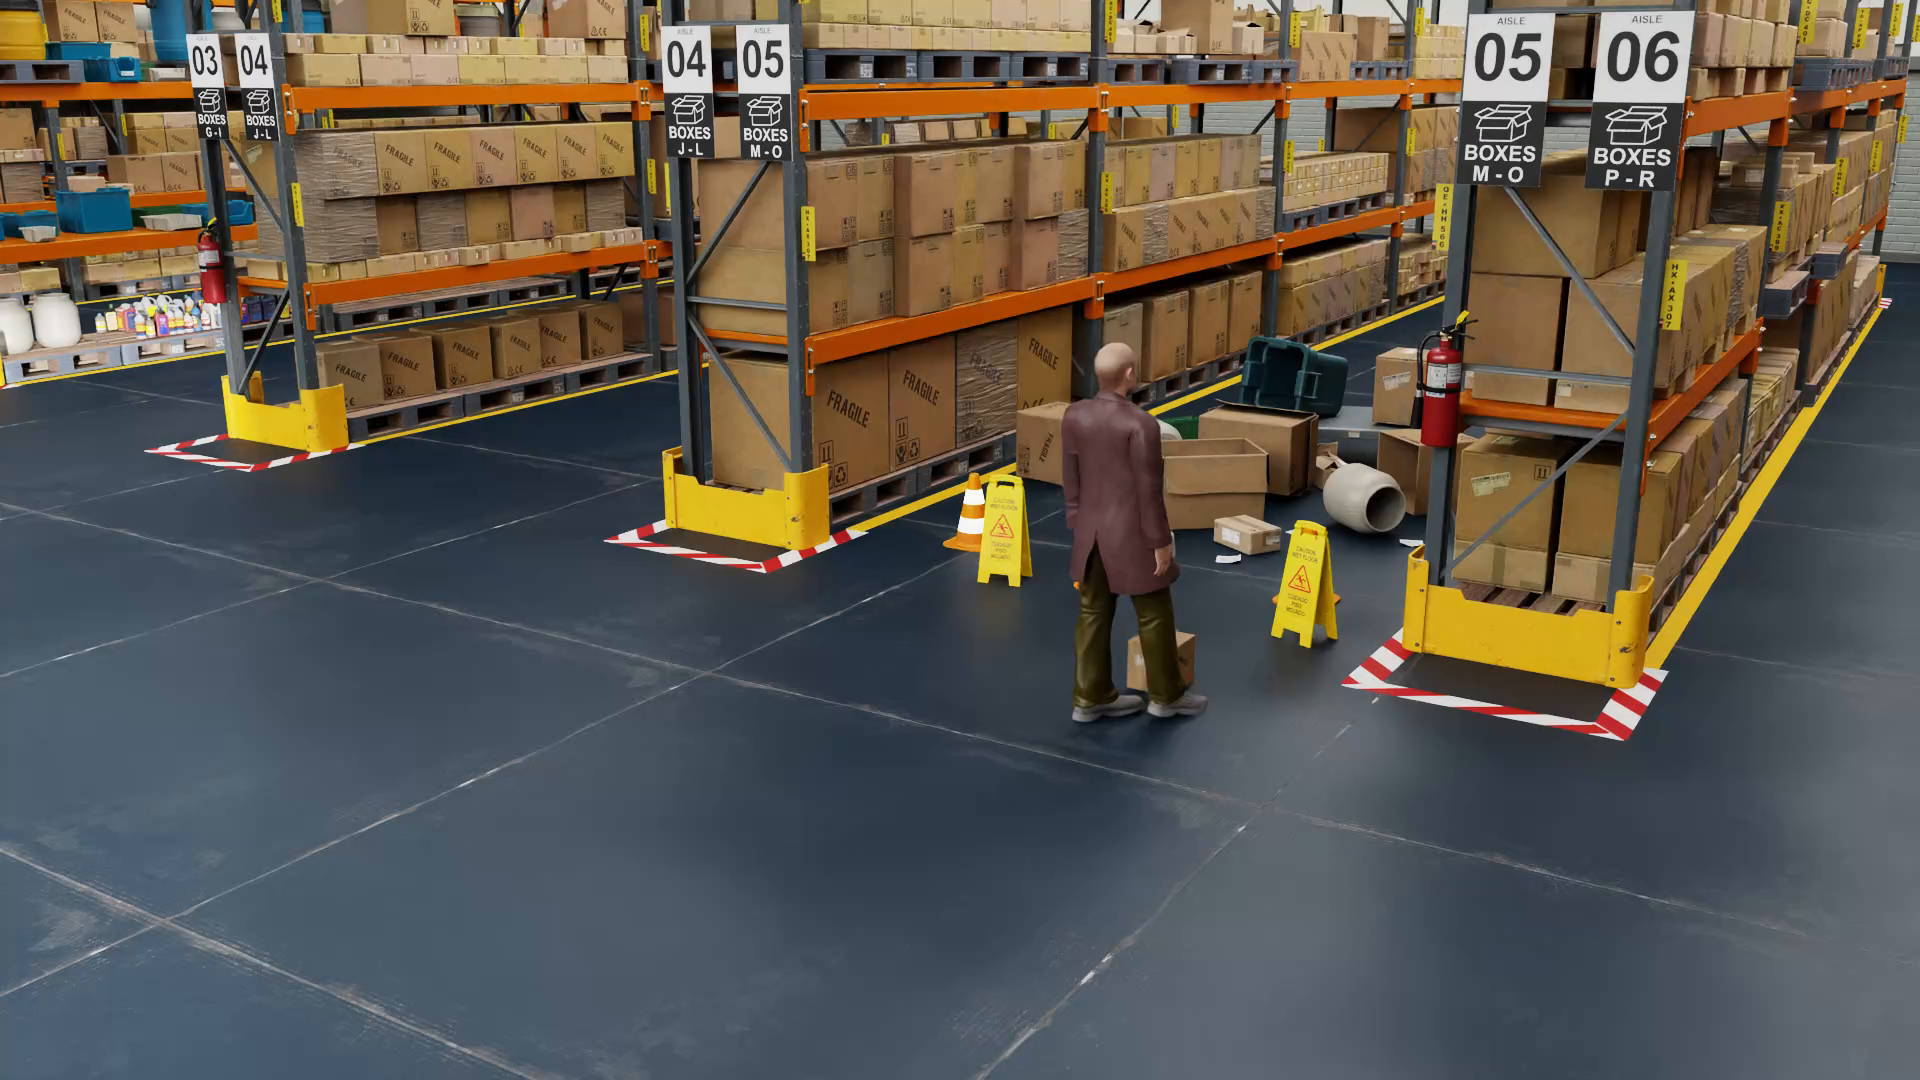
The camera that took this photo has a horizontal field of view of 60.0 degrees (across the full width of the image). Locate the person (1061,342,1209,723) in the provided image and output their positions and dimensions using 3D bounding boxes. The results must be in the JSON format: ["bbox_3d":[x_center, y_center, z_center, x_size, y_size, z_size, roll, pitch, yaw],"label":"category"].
[{"bbox_3d":[0.819,-0.039,7.683,0.591,1.785,0.631,15,21,42],"label":"person"}]
